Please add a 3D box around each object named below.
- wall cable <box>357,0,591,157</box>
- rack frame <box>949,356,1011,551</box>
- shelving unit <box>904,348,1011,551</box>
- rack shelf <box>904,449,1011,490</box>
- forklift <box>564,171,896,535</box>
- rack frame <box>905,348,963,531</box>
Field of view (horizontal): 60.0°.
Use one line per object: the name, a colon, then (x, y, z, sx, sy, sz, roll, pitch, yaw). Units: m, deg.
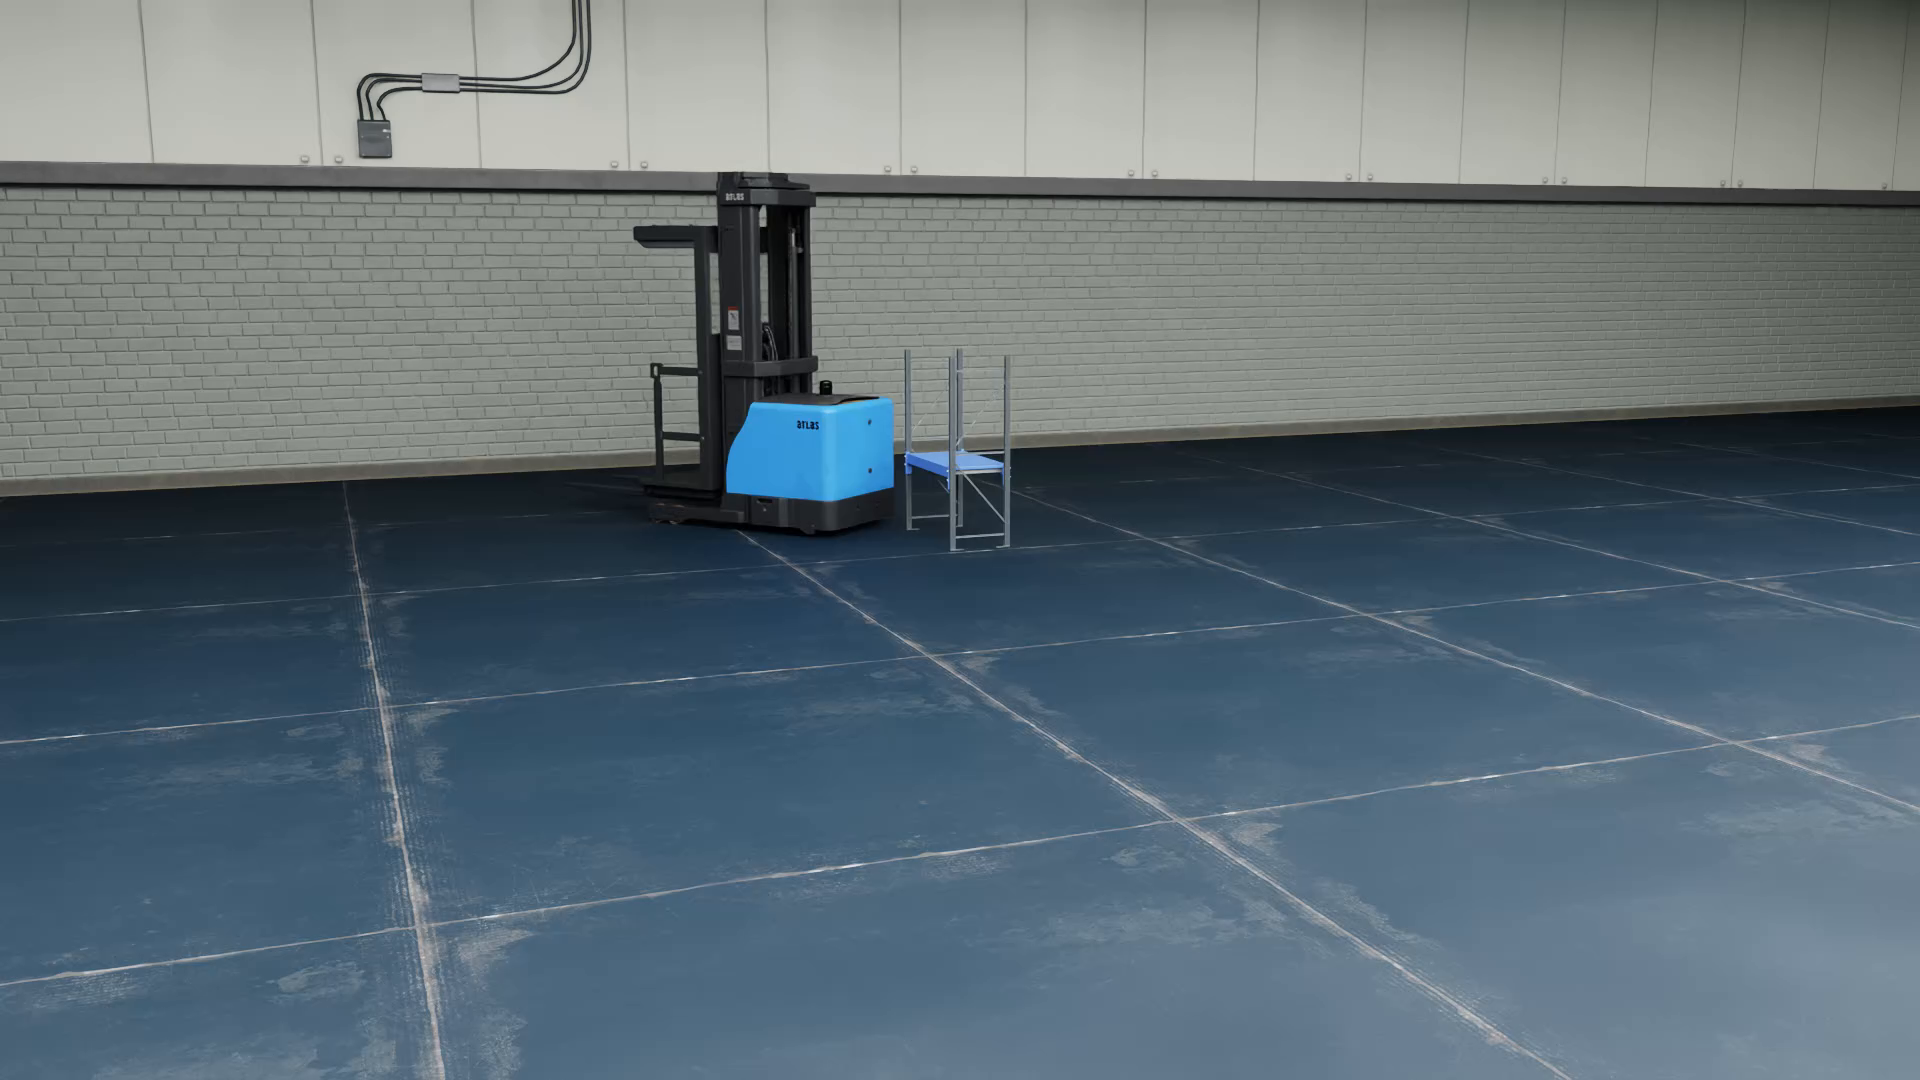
wall cable: (-4.821, -6.795, 16.212, 2.305, 6.003, 0.169, -4, 11, -21)
rack frame: (0.153, -0.669, 12.901, 0.500, 1.500, 0.032, -4, 11, -21)
shelving unit: (-0.031, -0.752, 13.367, 0.538, 1.500, 1.048, -4, 11, -21)
rack shelf: (-0.031, -0.575, 13.399, 0.538, 0.185, 1.000, -4, 11, -21)
forklift: (-2.089, -1.649, 14.322, 3.031, 2.935, 1.130, 6, 12, 29)
rack frame: (-0.215, -0.835, 13.834, 0.500, 1.500, 0.032, -4, 11, -21)
